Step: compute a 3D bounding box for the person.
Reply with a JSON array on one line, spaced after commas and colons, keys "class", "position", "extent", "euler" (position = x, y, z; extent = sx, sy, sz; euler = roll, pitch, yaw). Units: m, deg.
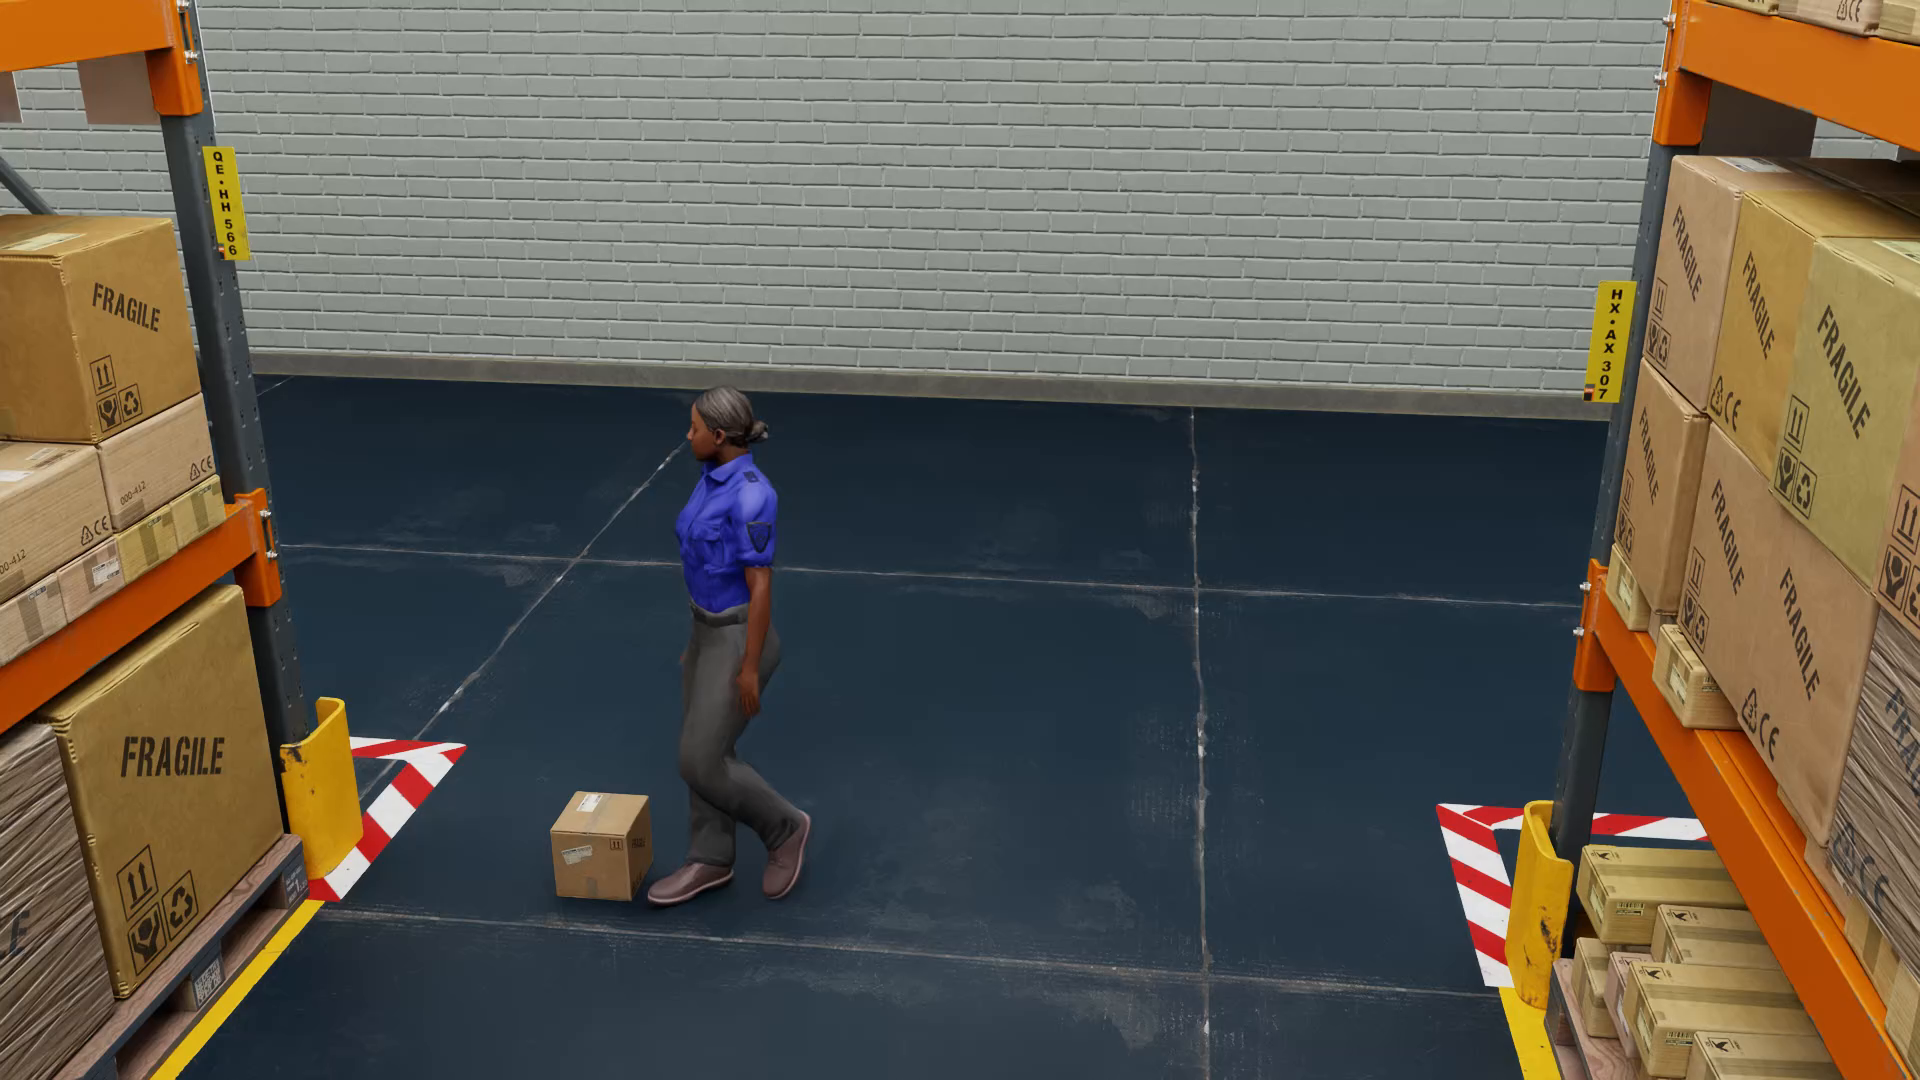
[{"class": "person", "position": [-0.775, 0.349, 5.182], "extent": [0.531, 1.655, 0.531], "euler": [-10, 23, -23]}]
